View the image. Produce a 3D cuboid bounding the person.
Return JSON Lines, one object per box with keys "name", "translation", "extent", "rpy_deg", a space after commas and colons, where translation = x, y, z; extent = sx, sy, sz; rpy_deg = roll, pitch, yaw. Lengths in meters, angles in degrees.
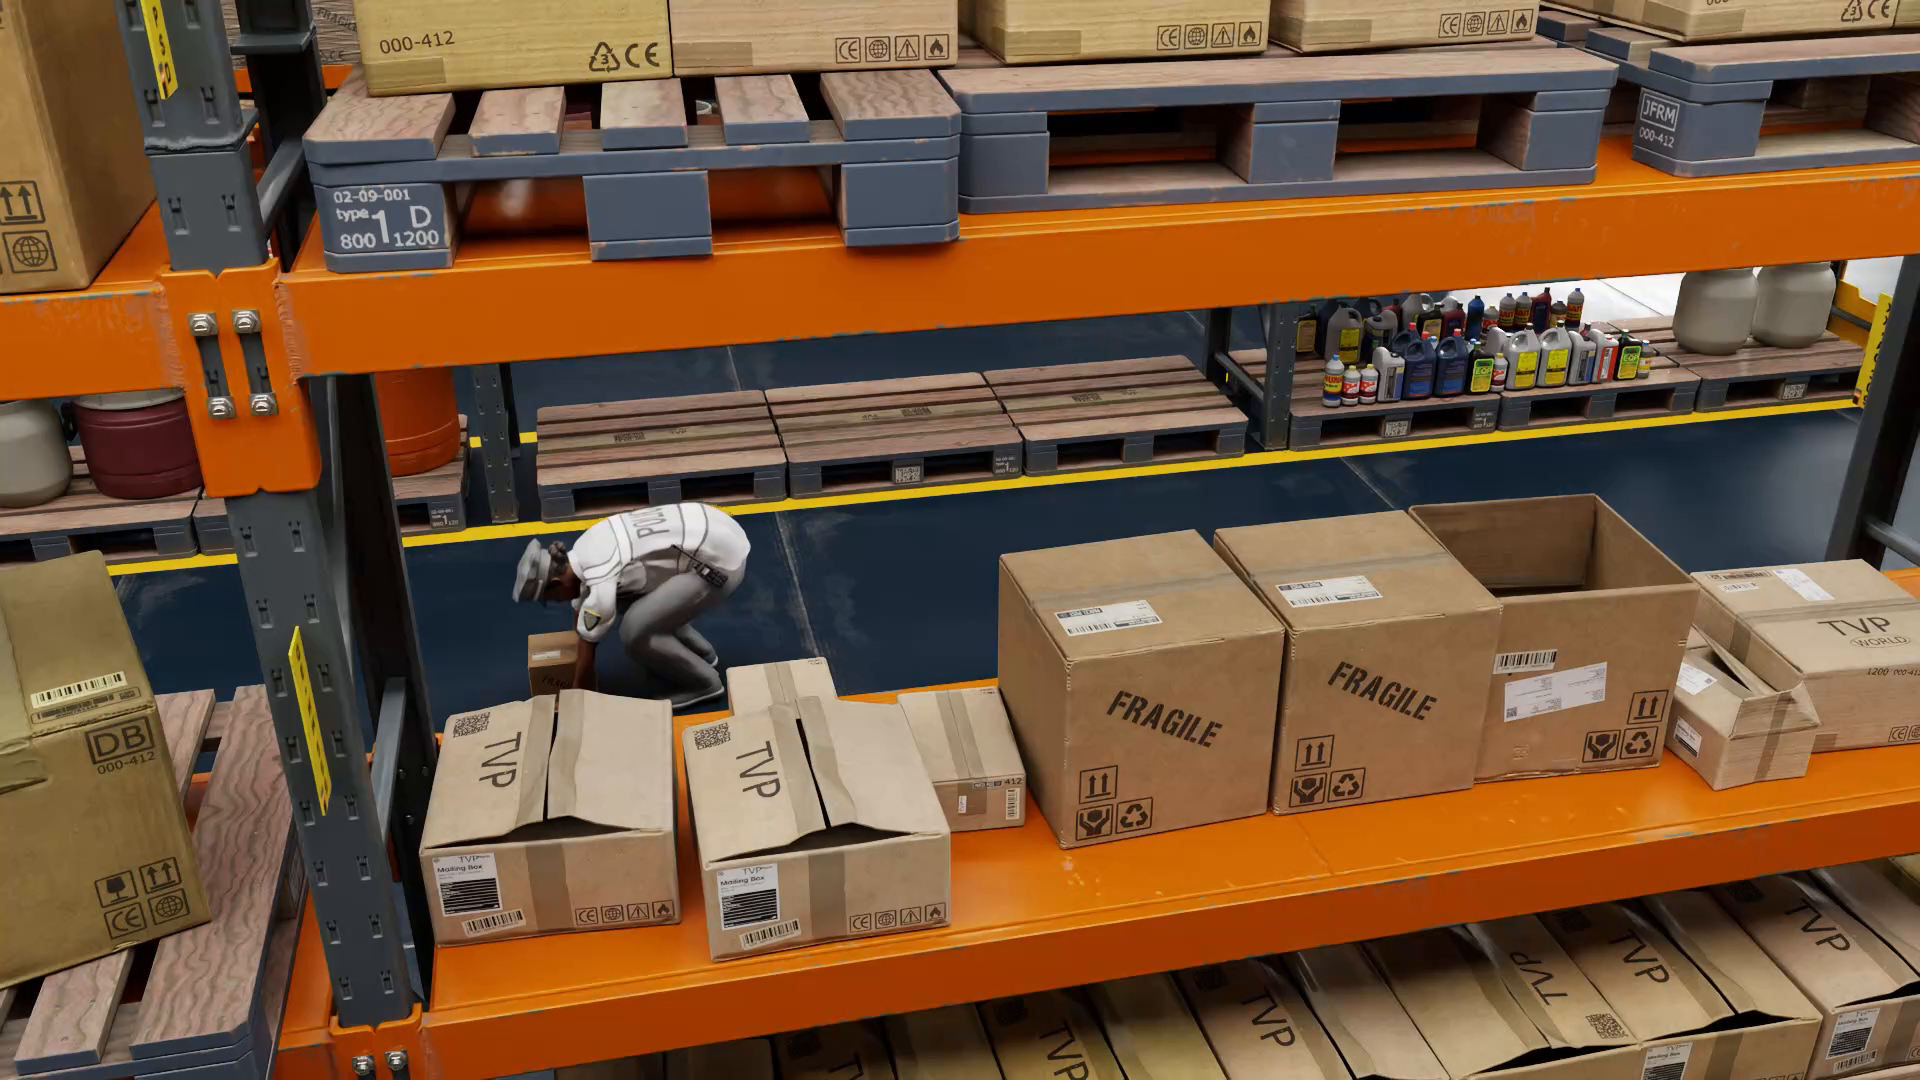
{"name": "person", "translation": [-1.281, 0.277, 6.575], "extent": [0.925, 0.803, 0.467], "rpy_deg": [-7, 28, -13]}
